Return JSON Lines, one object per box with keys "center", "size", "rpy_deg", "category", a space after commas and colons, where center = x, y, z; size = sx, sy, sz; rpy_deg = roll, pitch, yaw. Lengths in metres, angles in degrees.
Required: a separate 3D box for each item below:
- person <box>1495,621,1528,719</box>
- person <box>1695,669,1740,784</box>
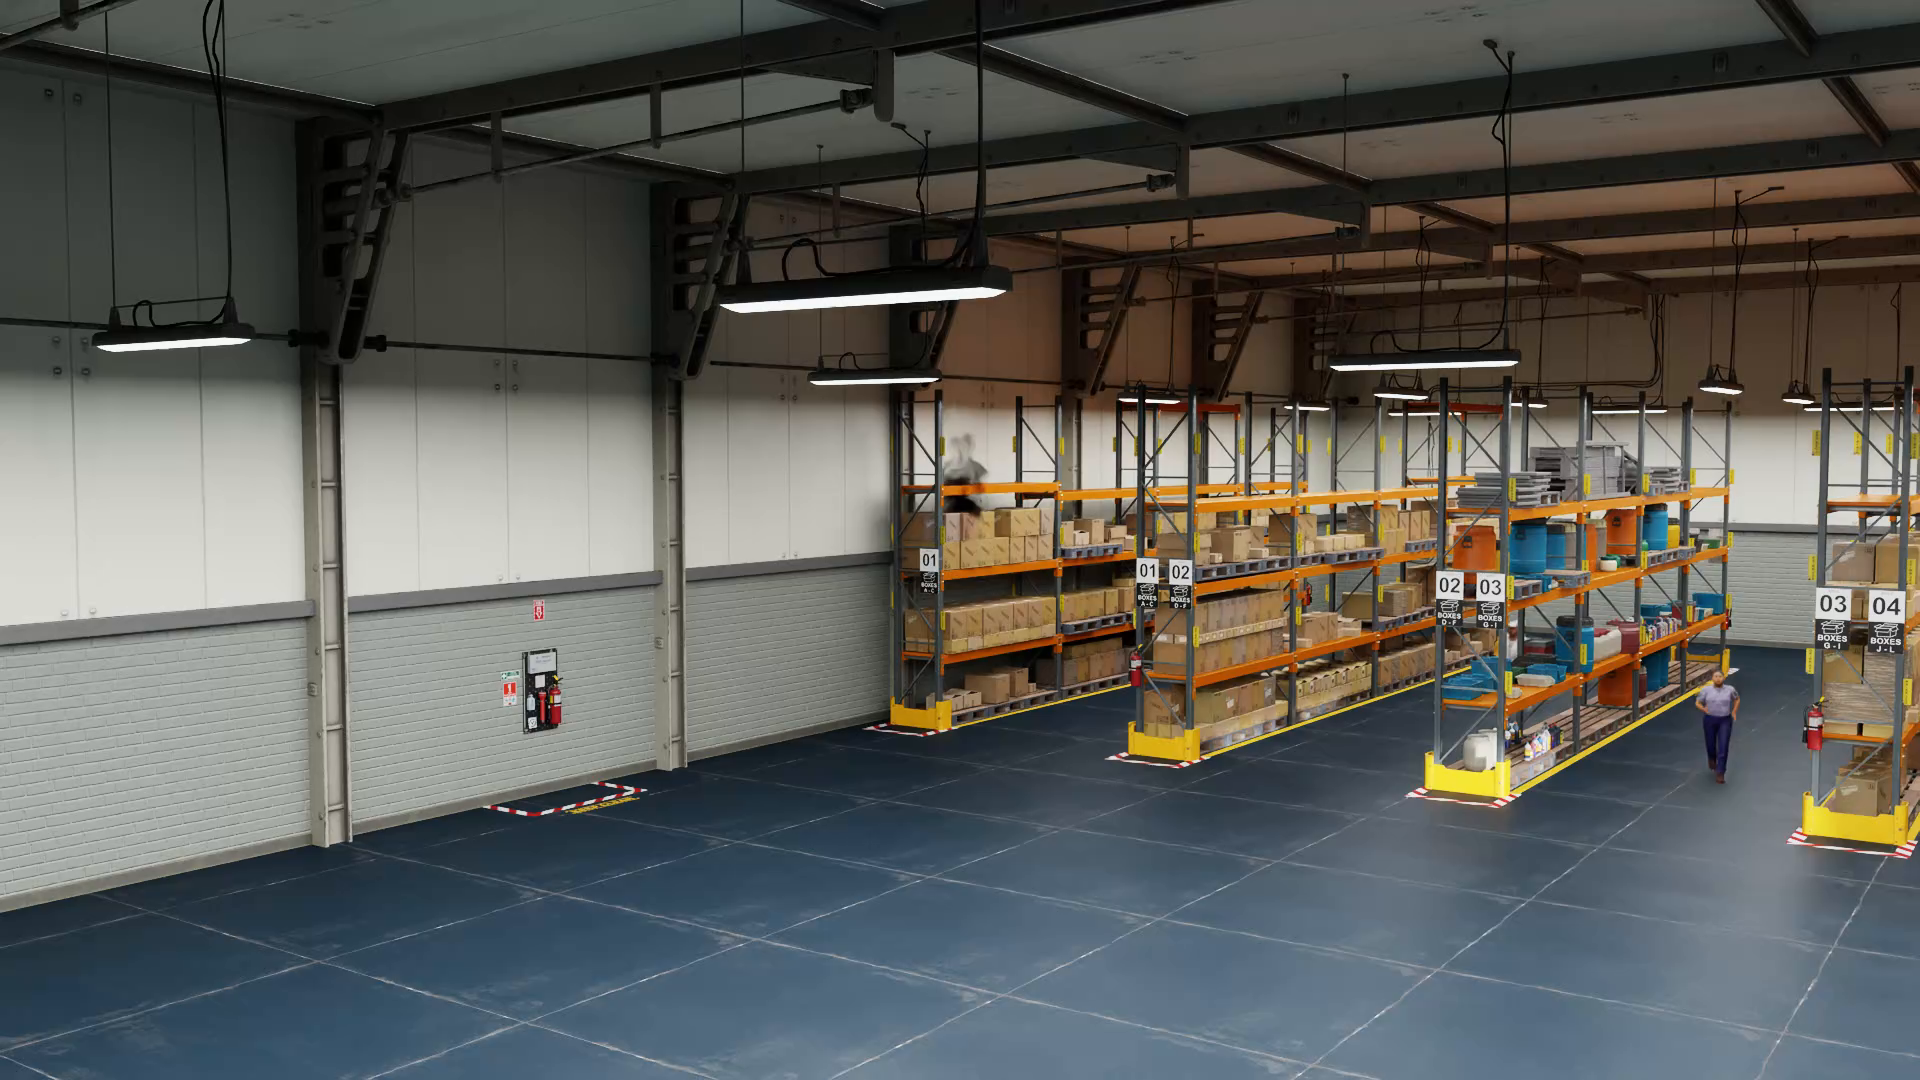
{"center": [10.188, 2.378, 30.665], "size": [0.705, 1.772, 0.879], "rpy_deg": [2, 4, 31], "category": "person"}
{"center": [11.389, 2.768, 25.035], "size": [0.592, 1.652, 0.929], "rpy_deg": [2, 4, 26], "category": "person"}
